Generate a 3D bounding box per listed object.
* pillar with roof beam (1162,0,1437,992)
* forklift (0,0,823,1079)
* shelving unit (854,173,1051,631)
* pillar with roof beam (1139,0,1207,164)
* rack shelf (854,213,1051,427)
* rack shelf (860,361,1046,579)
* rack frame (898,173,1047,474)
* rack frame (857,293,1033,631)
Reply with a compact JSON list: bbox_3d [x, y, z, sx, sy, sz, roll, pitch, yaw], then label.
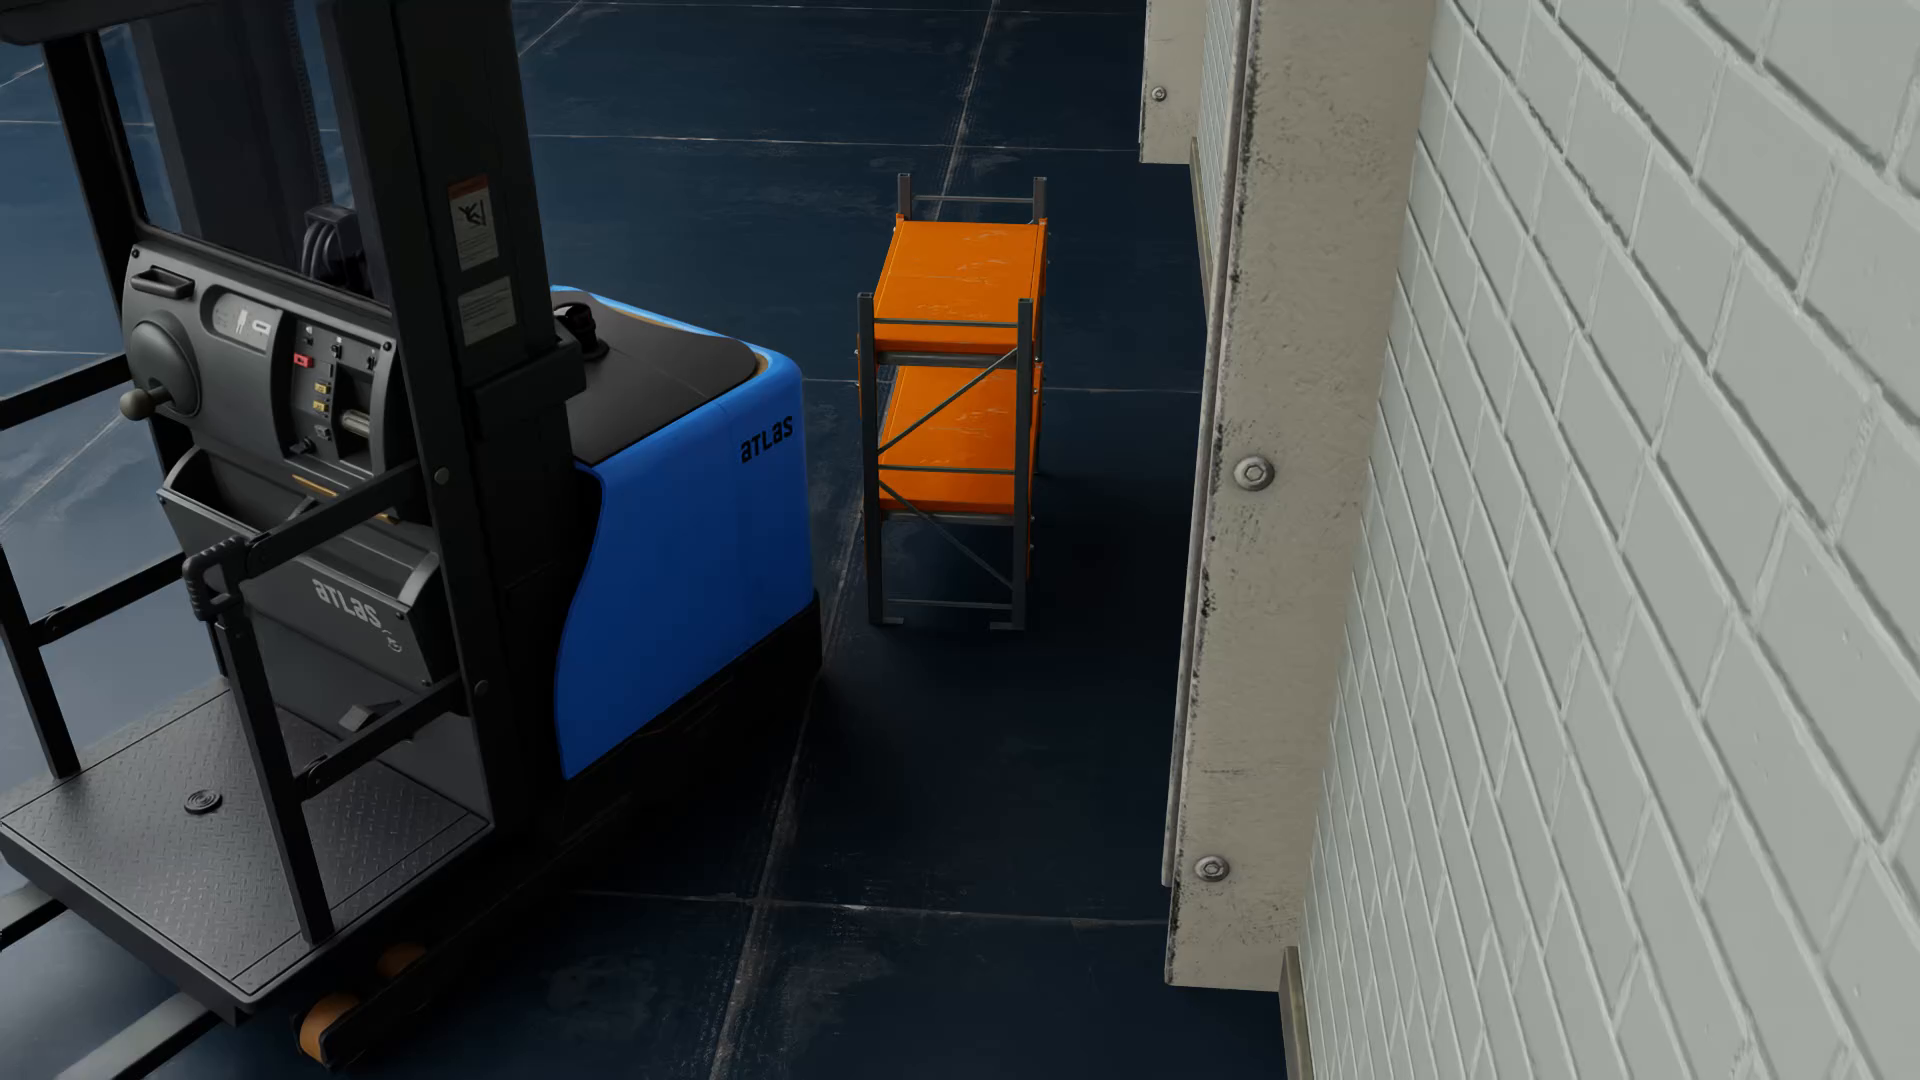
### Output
[{"bbox_3d":[-3.626,-3.040,2.106,9.100,9.000,0.400,2,32,4],"label":"pillar with roof beam"},{"bbox_3d":[-1.664,-0.334,3.498,1.130,2.935,3.031,20,37,29],"label":"forklift"},{"bbox_3d":[-0.001,-0.475,5.449,0.538,1.125,1.048,2,32,4],"label":"shelving unit"},{"bbox_3d":[-3.137,-6.177,7.197,9.100,9.000,0.400,2,32,4],"label":"pillar with roof beam"},{"bbox_3d":[-0.001,-0.725,5.296,0.538,0.278,1.000,2,32,4],"label":"rack shelf"},{"bbox_3d":[-0.001,-0.267,5.577,0.538,0.278,1.000,2,32,4],"label":"rack shelf"},{"bbox_3d":[0.041,-0.741,5.880,0.500,1.125,0.032,2,32,4],"label":"rack frame"},{"bbox_3d":[-0.042,-0.210,5.018,0.500,1.125,0.032,2,32,4],"label":"rack frame"}]
